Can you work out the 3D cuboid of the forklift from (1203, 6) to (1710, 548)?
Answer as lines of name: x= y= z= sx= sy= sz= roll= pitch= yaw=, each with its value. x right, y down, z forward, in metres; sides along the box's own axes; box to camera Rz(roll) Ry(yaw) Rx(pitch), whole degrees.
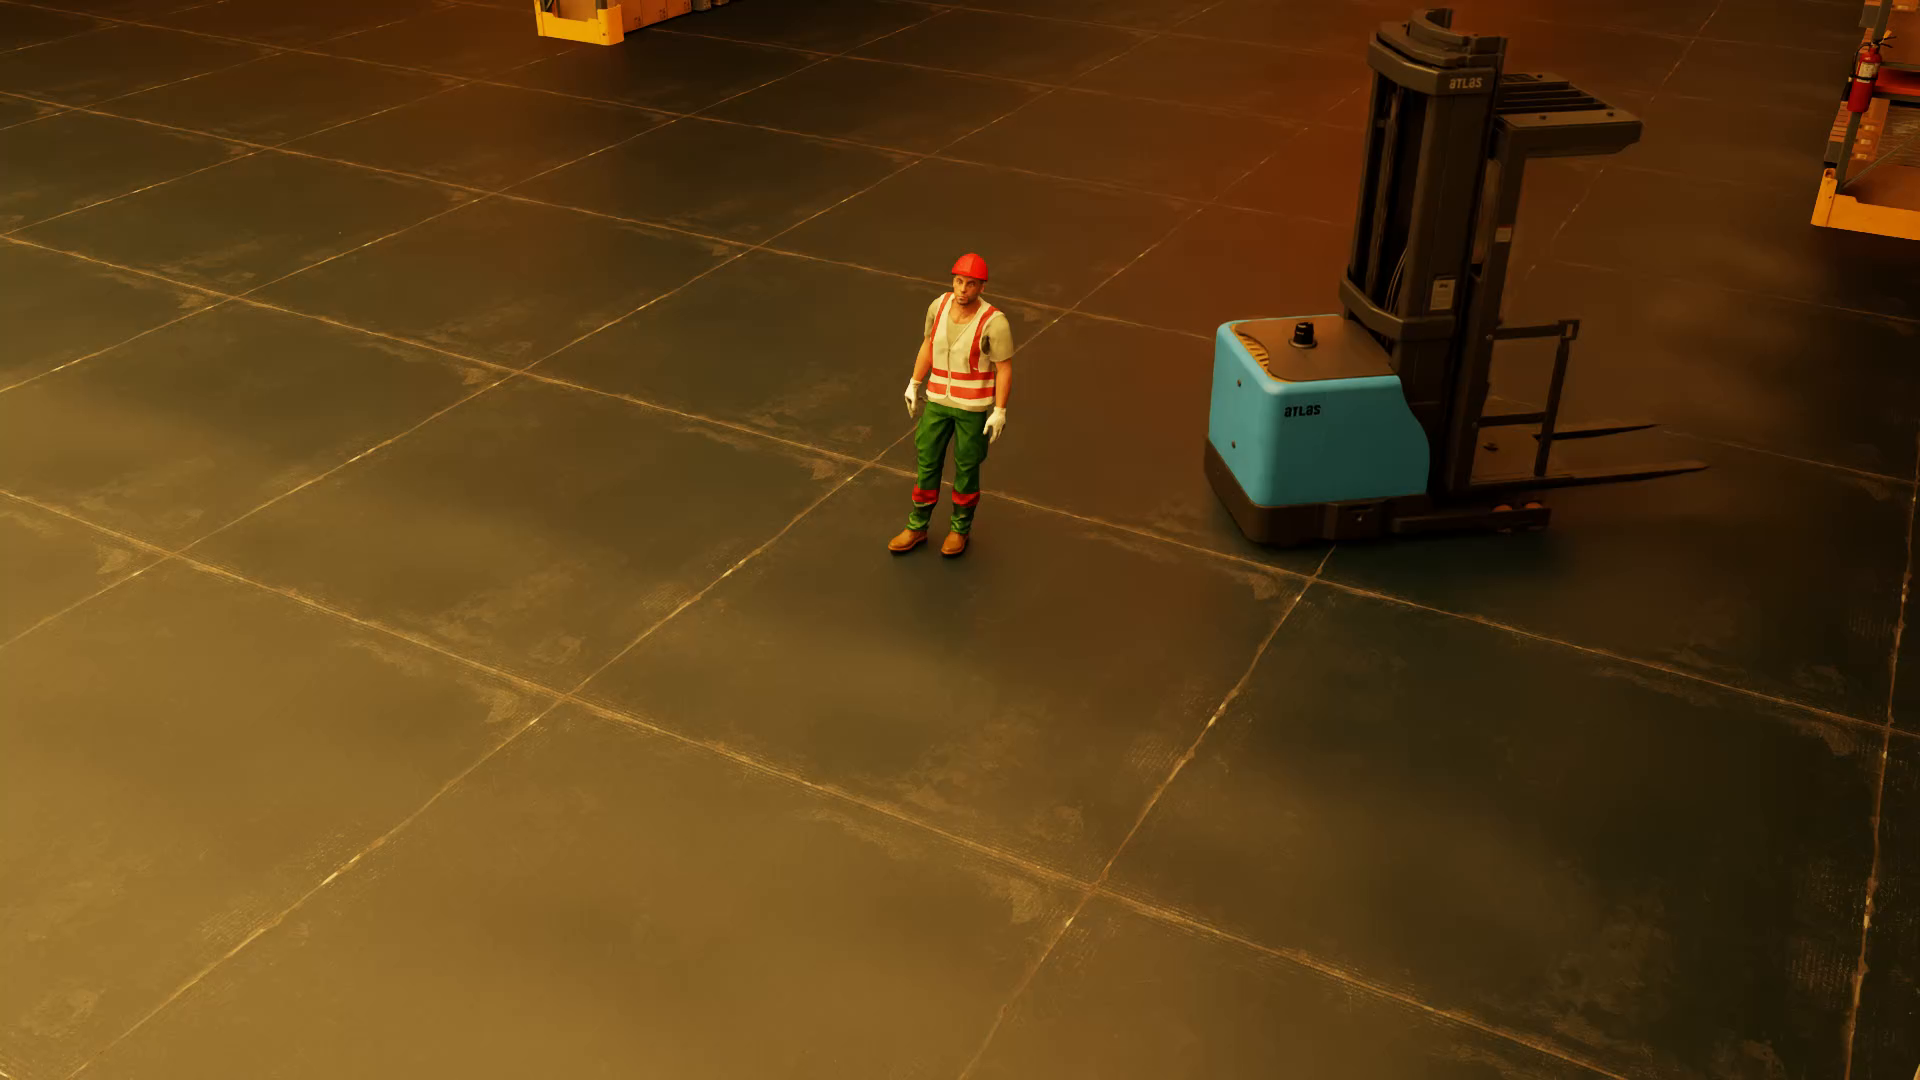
forklift: x=3.121 y=-1.568 z=9.787 sx=3.031 sy=2.935 sz=1.130 roll=-5 pitch=30 yaw=-9

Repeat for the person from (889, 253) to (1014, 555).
person: x=-0.048 y=-0.748 z=9.495 sx=0.638 sy=1.789 sz=0.562 roll=15 pitch=33 yaw=25
